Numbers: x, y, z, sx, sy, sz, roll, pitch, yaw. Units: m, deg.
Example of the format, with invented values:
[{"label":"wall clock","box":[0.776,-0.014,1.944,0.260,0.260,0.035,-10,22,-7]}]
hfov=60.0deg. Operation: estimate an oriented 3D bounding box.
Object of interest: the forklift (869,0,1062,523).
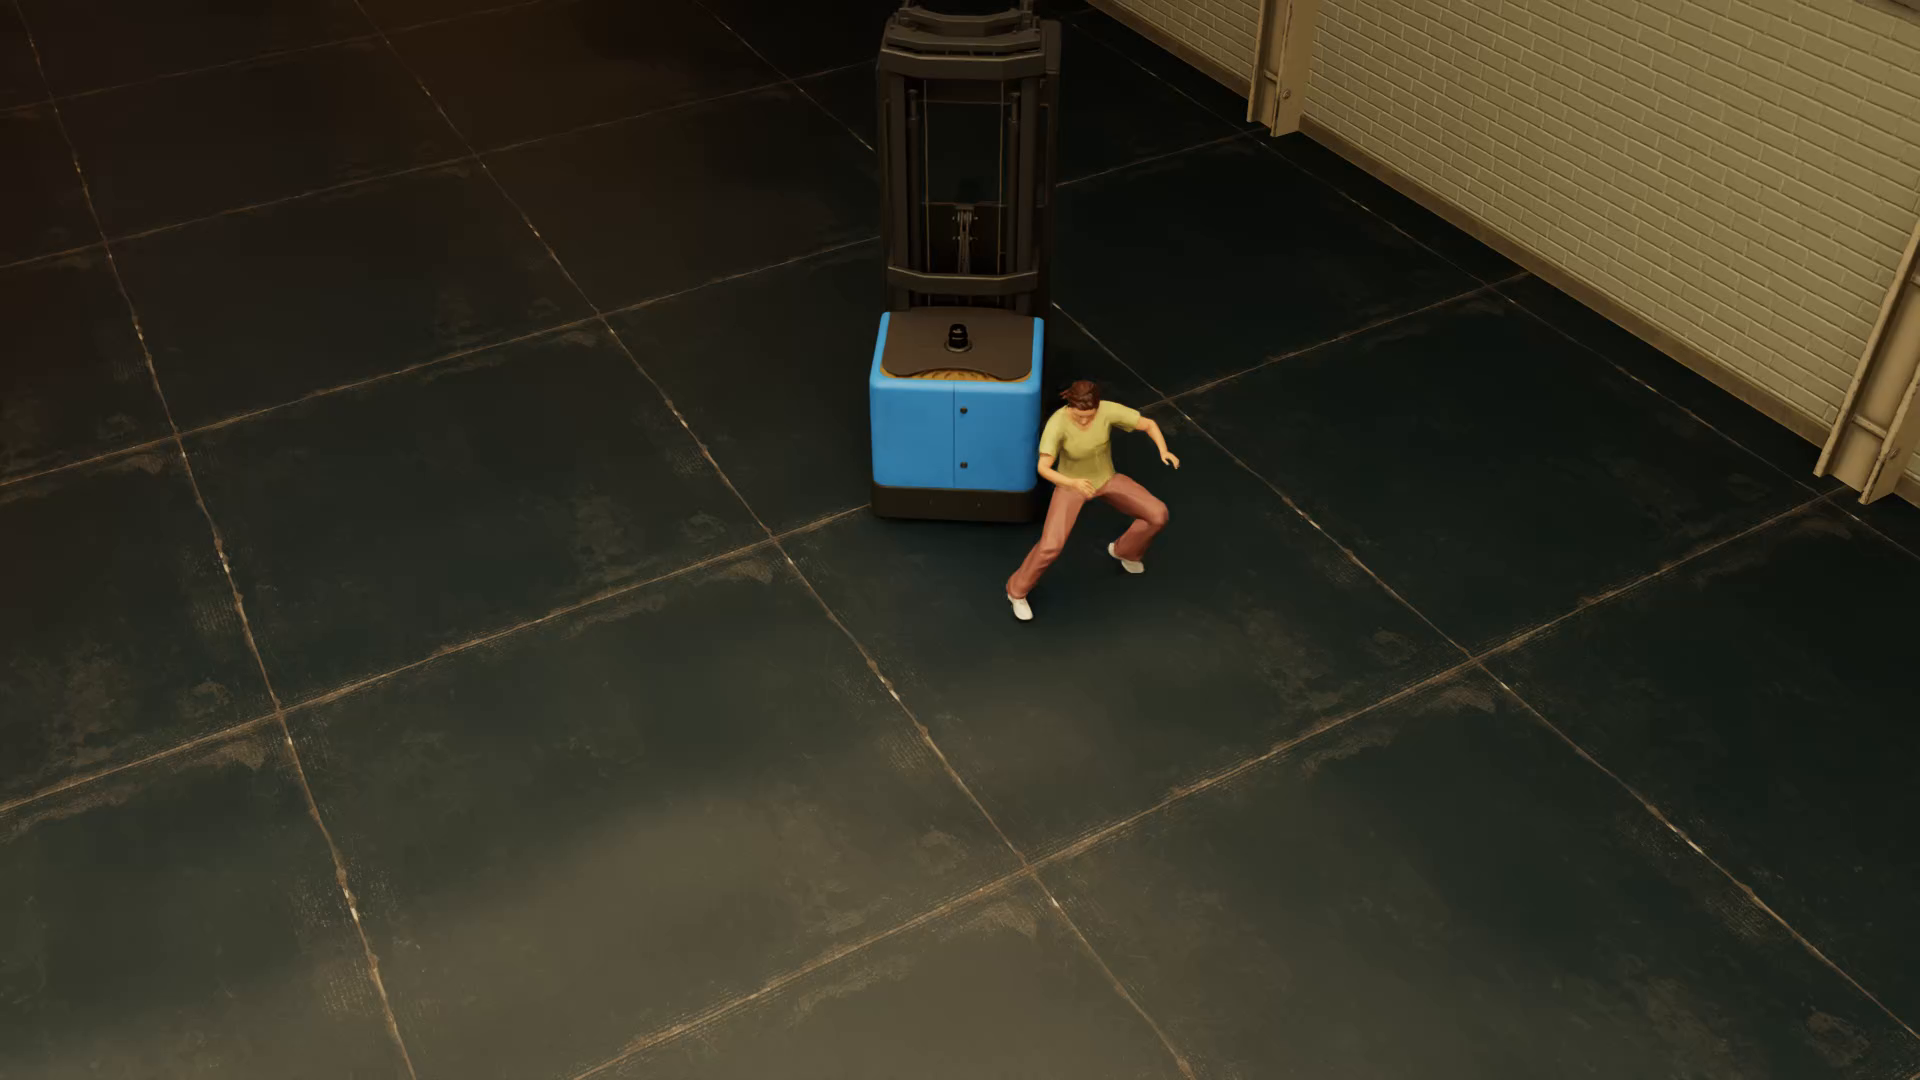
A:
[{"label":"forklift","box":[0.061,-2.161,10.641,1.130,2.935,3.031,2,40,3]}]

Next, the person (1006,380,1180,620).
[{"label":"person","box":[0.736,-0.257,9.531,0.954,1.450,0.668,-7,40,-8]}]
